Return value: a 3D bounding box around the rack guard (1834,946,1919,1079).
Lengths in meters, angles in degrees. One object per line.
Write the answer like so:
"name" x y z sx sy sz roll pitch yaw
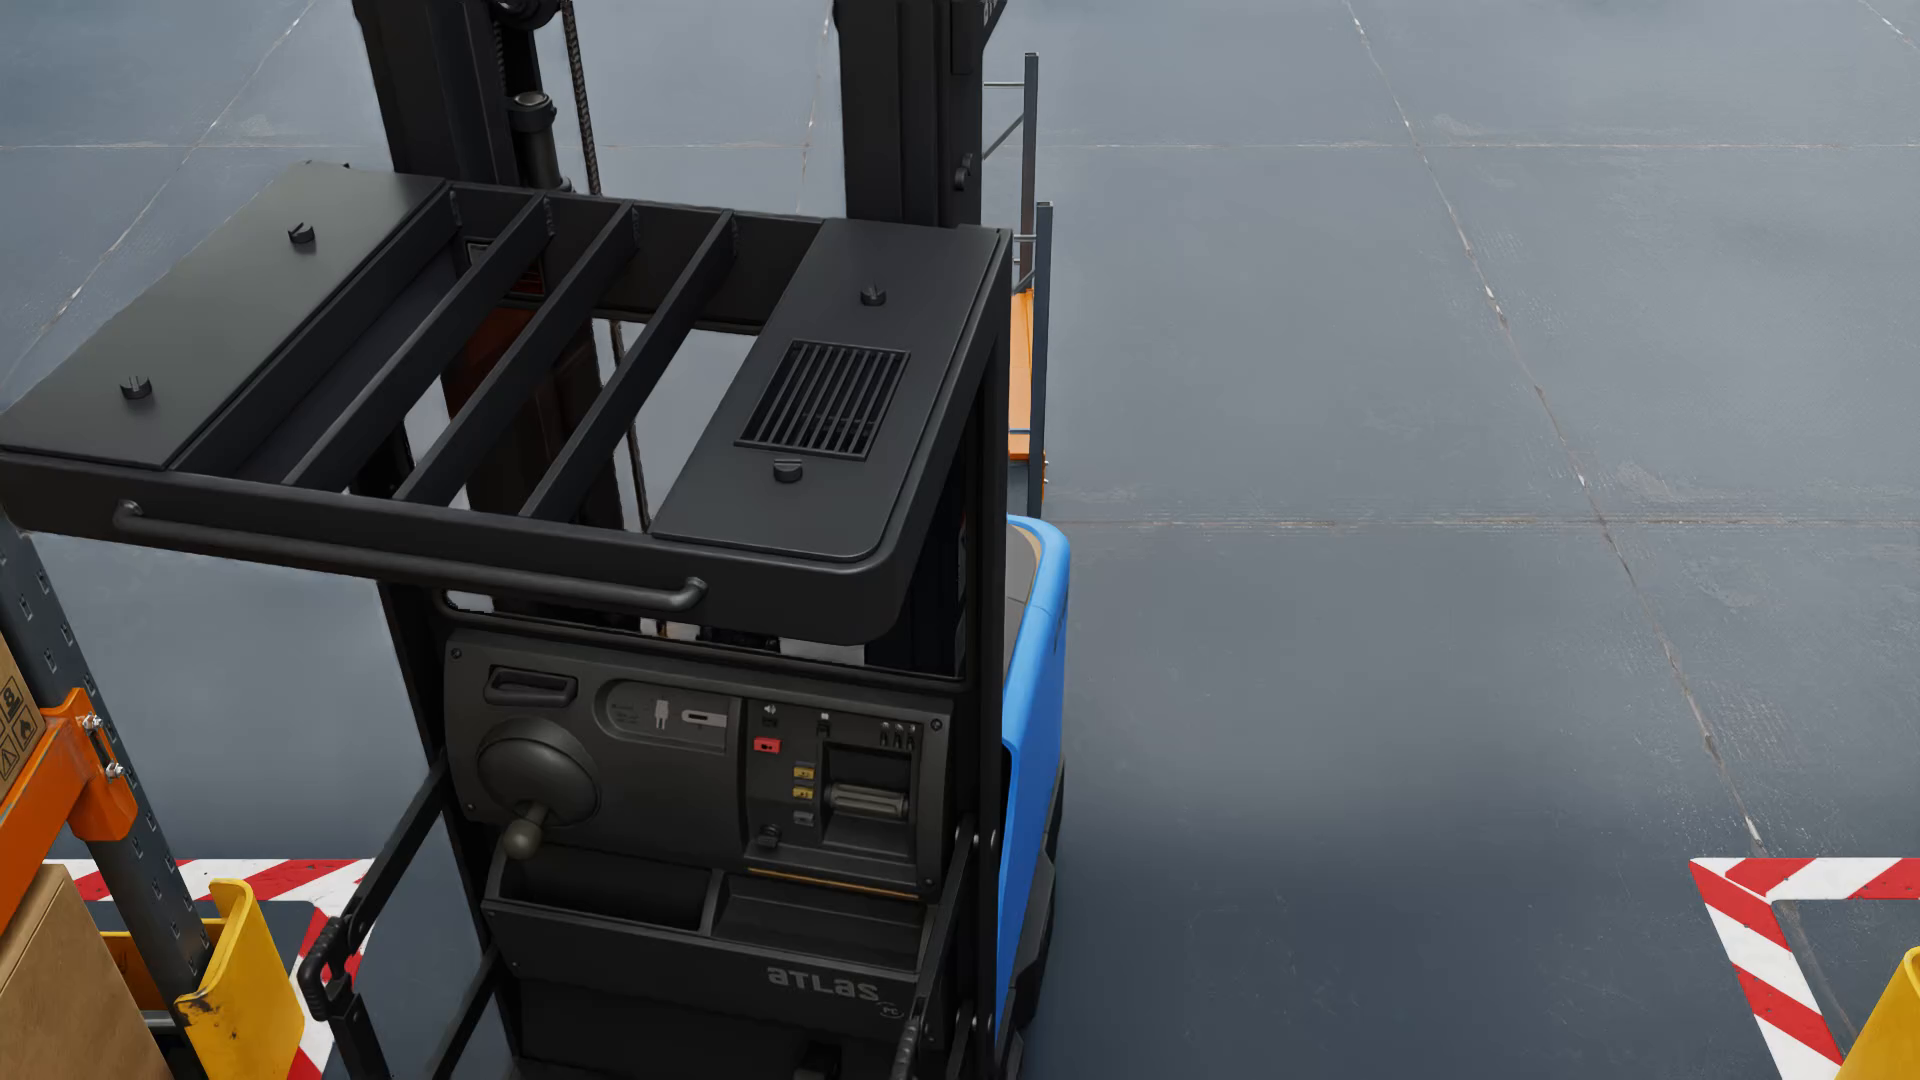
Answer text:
"rack guard" 2.715 1.229 3.817 1.175 0.500 0.348 0 39 0

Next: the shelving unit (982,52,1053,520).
"shelving unit" 0.000 -0.633 5.340 0.587 1.500 1.083 0 39 0

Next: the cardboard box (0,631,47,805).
"cardboard box" -2.199 0.320 2.832 0.875 0.550 0.550 0 39 0

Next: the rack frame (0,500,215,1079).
"rack frame" -2.245 0.147 3.169 1.000 3.000 0.127 0 39 0

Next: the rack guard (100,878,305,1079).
"rack guard" -2.245 1.107 3.969 1.175 0.500 0.348 0 39 0

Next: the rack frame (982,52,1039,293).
"rack frame" -0.001 -0.956 5.744 0.500 1.500 0.032 0 39 0

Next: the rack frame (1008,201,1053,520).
"rack frame" 0.000 -0.321 4.951 0.500 1.500 0.032 0 39 0

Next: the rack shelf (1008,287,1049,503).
"rack shelf" 0.000 -0.498 5.460 0.538 0.185 1.000 0 39 0

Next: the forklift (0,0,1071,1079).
"forklift" -0.518 0.487 2.799 1.130 2.935 3.031 7 39 9

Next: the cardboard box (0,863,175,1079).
"cardboard box" -2.178 1.236 3.173 0.875 0.875 0.875 0 39 0

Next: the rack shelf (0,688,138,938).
"rack shelf" -2.242 1.678 1.833 1.077 0.370 4.000 0 39 0
